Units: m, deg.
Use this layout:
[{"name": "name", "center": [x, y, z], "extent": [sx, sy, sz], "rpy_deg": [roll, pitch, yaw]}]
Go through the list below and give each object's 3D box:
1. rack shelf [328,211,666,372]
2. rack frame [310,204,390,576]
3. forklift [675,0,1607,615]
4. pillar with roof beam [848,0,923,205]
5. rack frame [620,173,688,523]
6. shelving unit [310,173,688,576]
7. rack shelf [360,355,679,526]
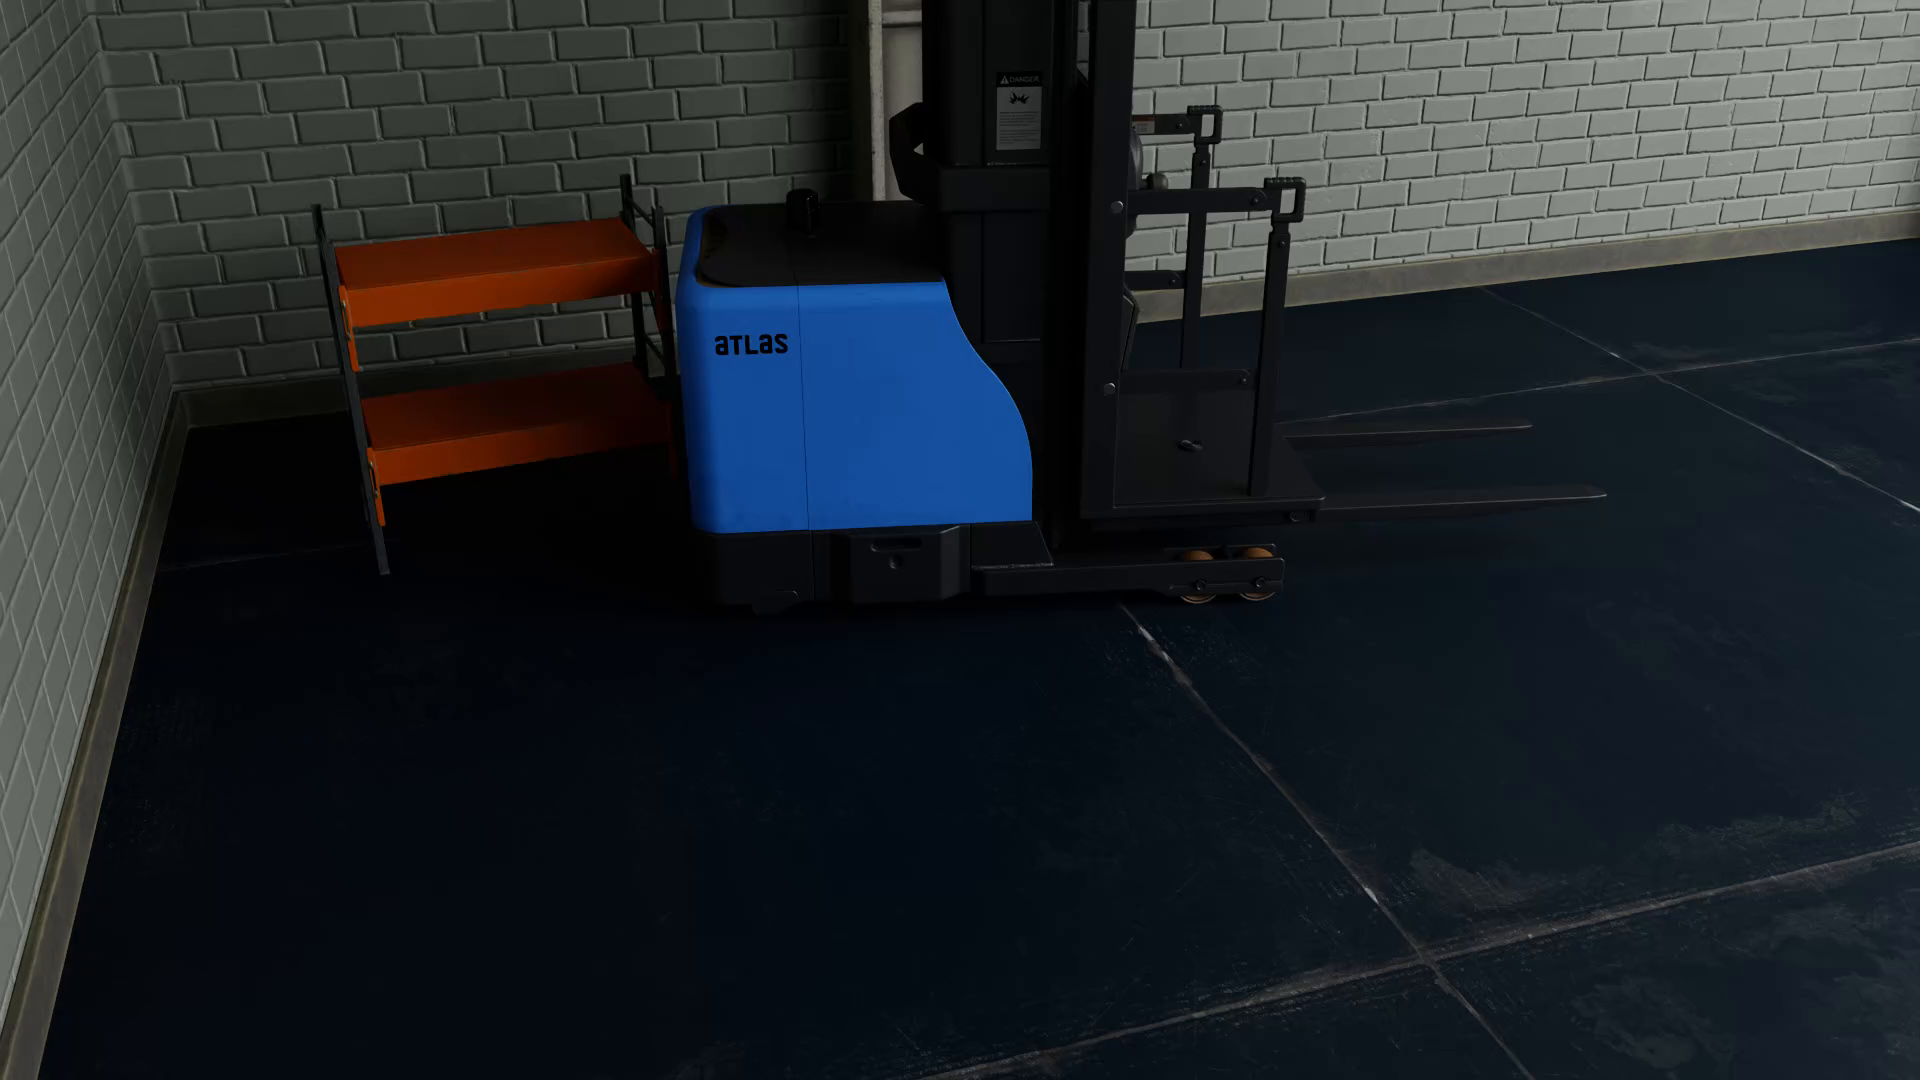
[{"name": "rack shelf", "center": [-1.539, -0.842, 5.522], "extent": [1.000, 0.278, 0.538], "rpy_deg": [-11, 28, -21]}, {"name": "rack frame", "center": [-2.007, -0.490, 5.473], "extent": [0.032, 1.125, 0.500], "rpy_deg": [-11, 28, -21]}, {"name": "forklift", "center": [0.621, -1.341, 5.155], "extent": [3.031, 2.935, 1.130], "rpy_deg": [-3, 27, -5]}, {"name": "pillar with roof beam", "center": [1.111, -3.016, 1.706], "extent": [0.400, 9.000, 9.100], "rpy_deg": [-8, 28, -16]}, {"name": "rack frame", "center": [-1.072, -0.668, 5.831], "extent": [0.032, 1.125, 0.500], "rpy_deg": [-11, 28, -21]}, {"name": "shelving unit", "center": [-1.539, -0.579, 5.652], "extent": [1.048, 1.125, 0.538], "rpy_deg": [-11, 28, -21]}, {"name": "rack shelf", "center": [-1.539, -0.360, 5.761], "extent": [1.000, 0.278, 0.538], "rpy_deg": [-11, 28, -21]}]
